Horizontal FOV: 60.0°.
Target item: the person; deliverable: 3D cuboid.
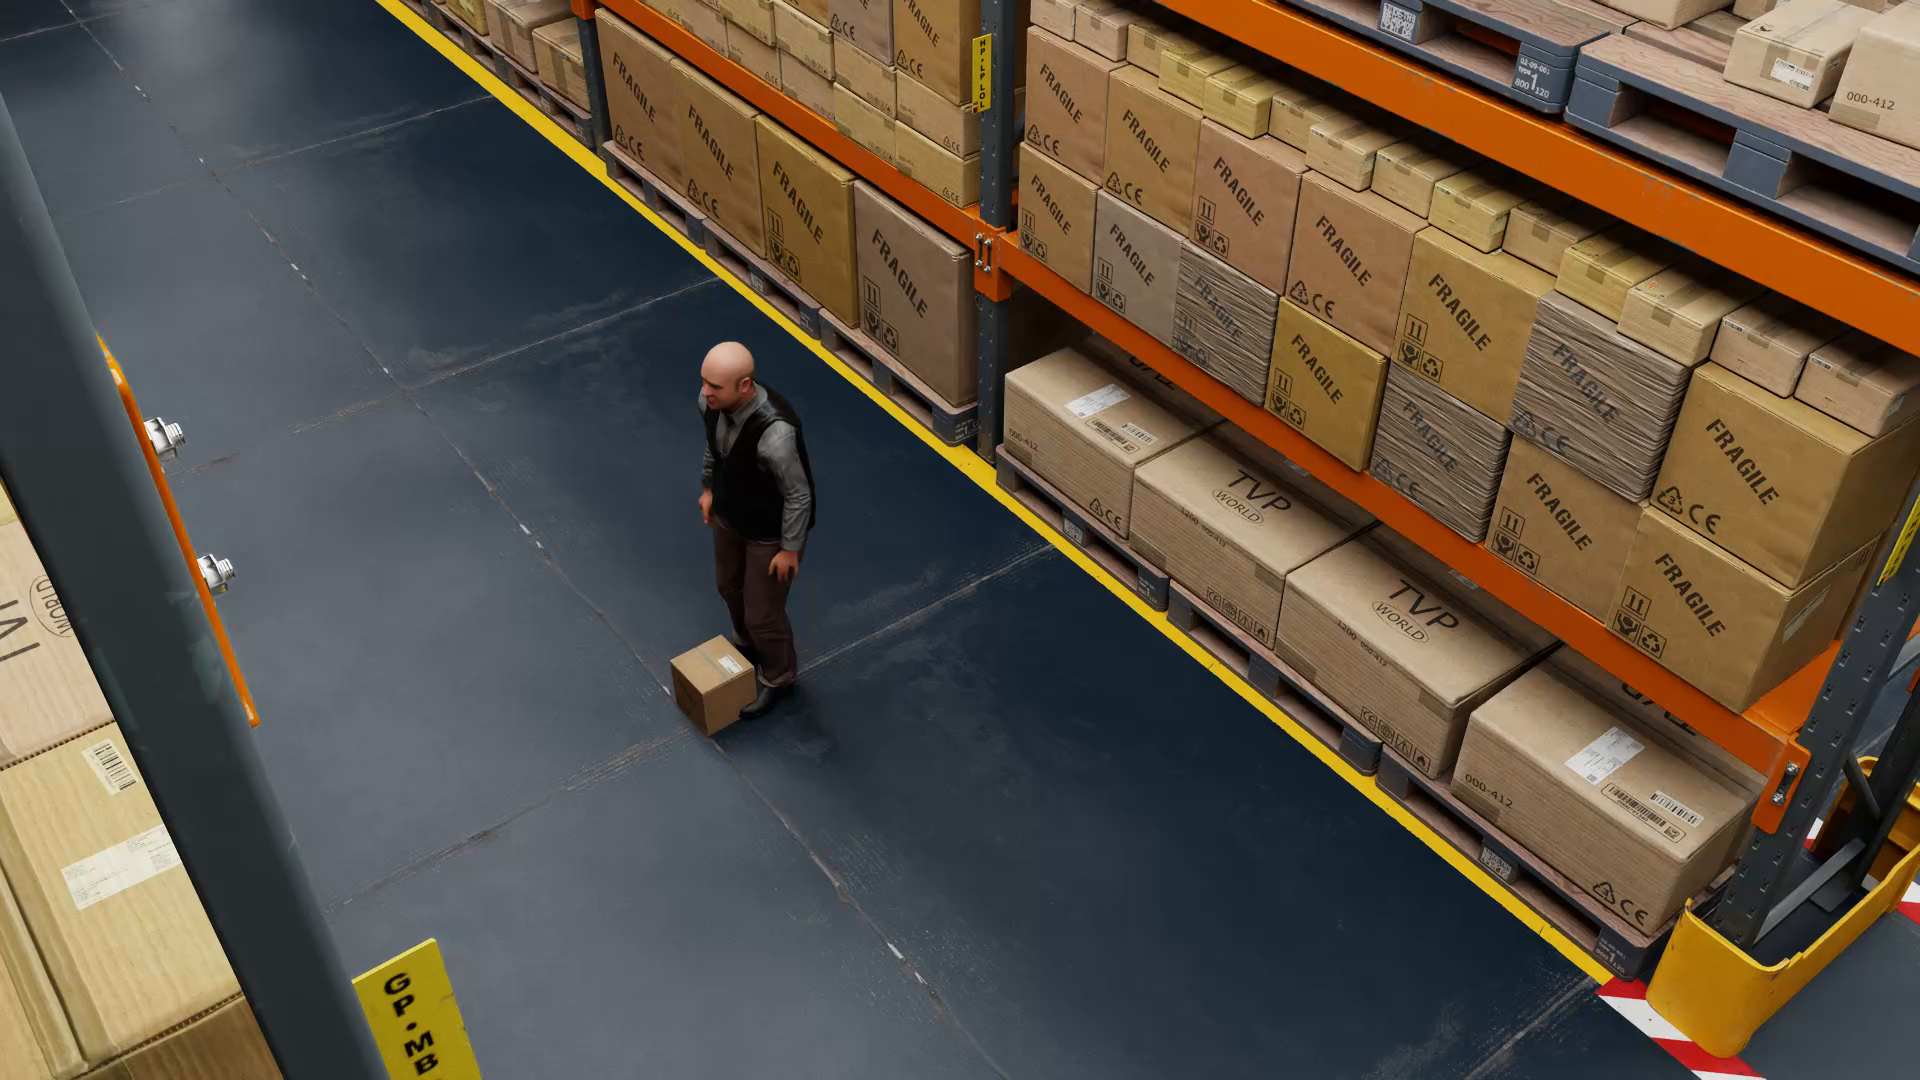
[{"bbox_3d":[-0.809,-0.063,6.510,0.469,1.721,0.594,-29,48,-30],"label":"person"}]
